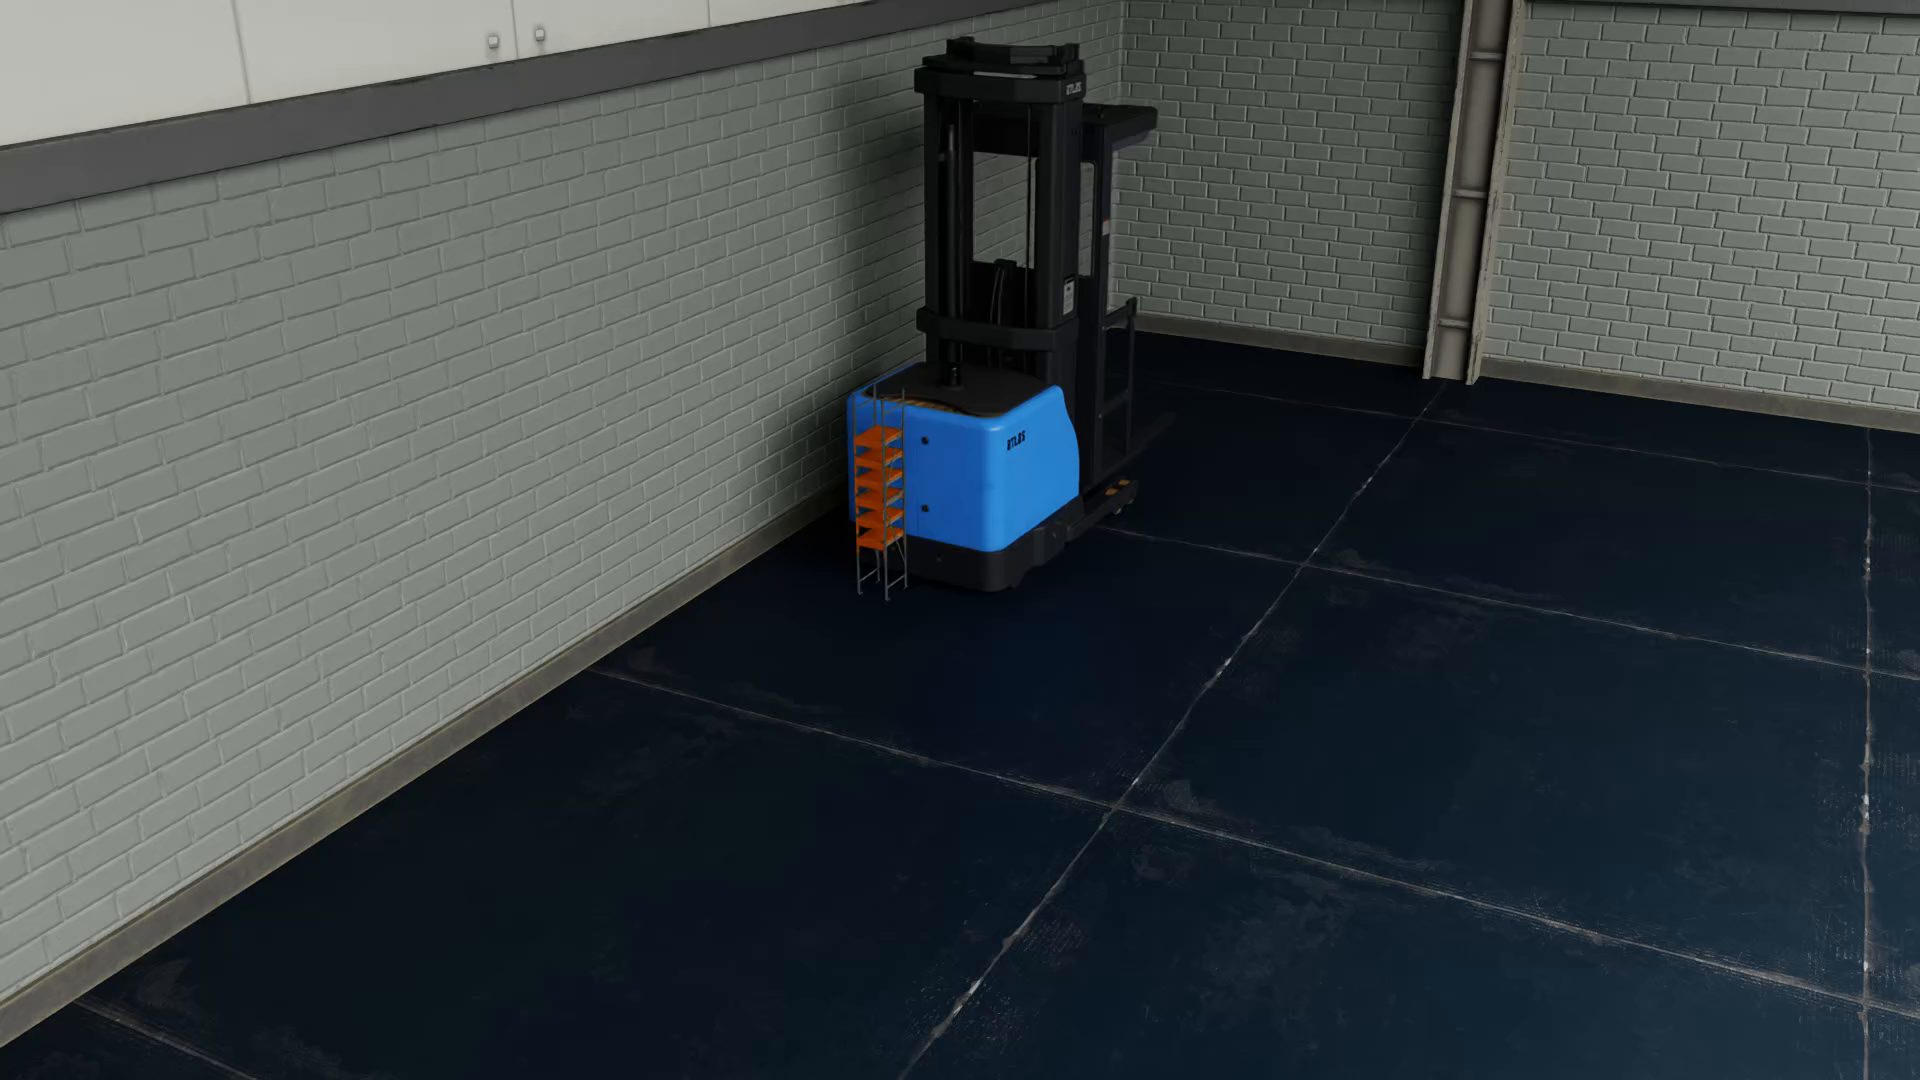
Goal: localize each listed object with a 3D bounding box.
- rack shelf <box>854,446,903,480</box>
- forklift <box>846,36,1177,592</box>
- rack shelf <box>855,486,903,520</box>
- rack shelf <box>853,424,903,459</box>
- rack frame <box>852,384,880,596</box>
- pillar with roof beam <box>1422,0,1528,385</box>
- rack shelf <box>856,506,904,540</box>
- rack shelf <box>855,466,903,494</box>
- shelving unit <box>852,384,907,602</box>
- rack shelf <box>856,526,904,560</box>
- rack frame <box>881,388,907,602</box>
[{"bbox_3d":[-0.445,-0.438,9.246,0.180,0.103,0.258,12,26,26],"label":"rack shelf"},{"bbox_3d":[0.501,-1.591,10.245,1.130,2.935,3.031,13,26,27],"label":"forklift"},{"bbox_3d":[-0.445,-0.217,9.340,0.180,0.103,0.258,12,26,26],"label":"rack shelf"},{"bbox_3d":[-0.445,-0.548,9.199,0.180,0.103,0.258,12,26,26],"label":"rack shelf"},{"bbox_3d":[-0.526,-0.275,9.363,0.006,1.200,0.240,12,26,26],"label":"rack frame"},{"bbox_3d":[1.994,-3.950,8.039,0.400,9.000,9.100,11,25,25],"label":"pillar with roof beam"},{"bbox_3d":[-0.445,-0.106,9.387,0.180,0.103,0.258,12,26,26],"label":"rack shelf"},{"bbox_3d":[-0.445,-0.327,9.293,0.180,0.103,0.258,12,26,26],"label":"rack shelf"},{"bbox_3d":[-0.445,-0.258,9.323,0.189,1.200,0.258,12,26,26],"label":"shelving unit"},{"bbox_3d":[-0.445,0.004,9.434,0.180,0.103,0.258,12,26,26],"label":"rack shelf"},{"bbox_3d":[-0.365,-0.241,9.283,0.006,1.200,0.240,12,26,26],"label":"rack frame"}]
